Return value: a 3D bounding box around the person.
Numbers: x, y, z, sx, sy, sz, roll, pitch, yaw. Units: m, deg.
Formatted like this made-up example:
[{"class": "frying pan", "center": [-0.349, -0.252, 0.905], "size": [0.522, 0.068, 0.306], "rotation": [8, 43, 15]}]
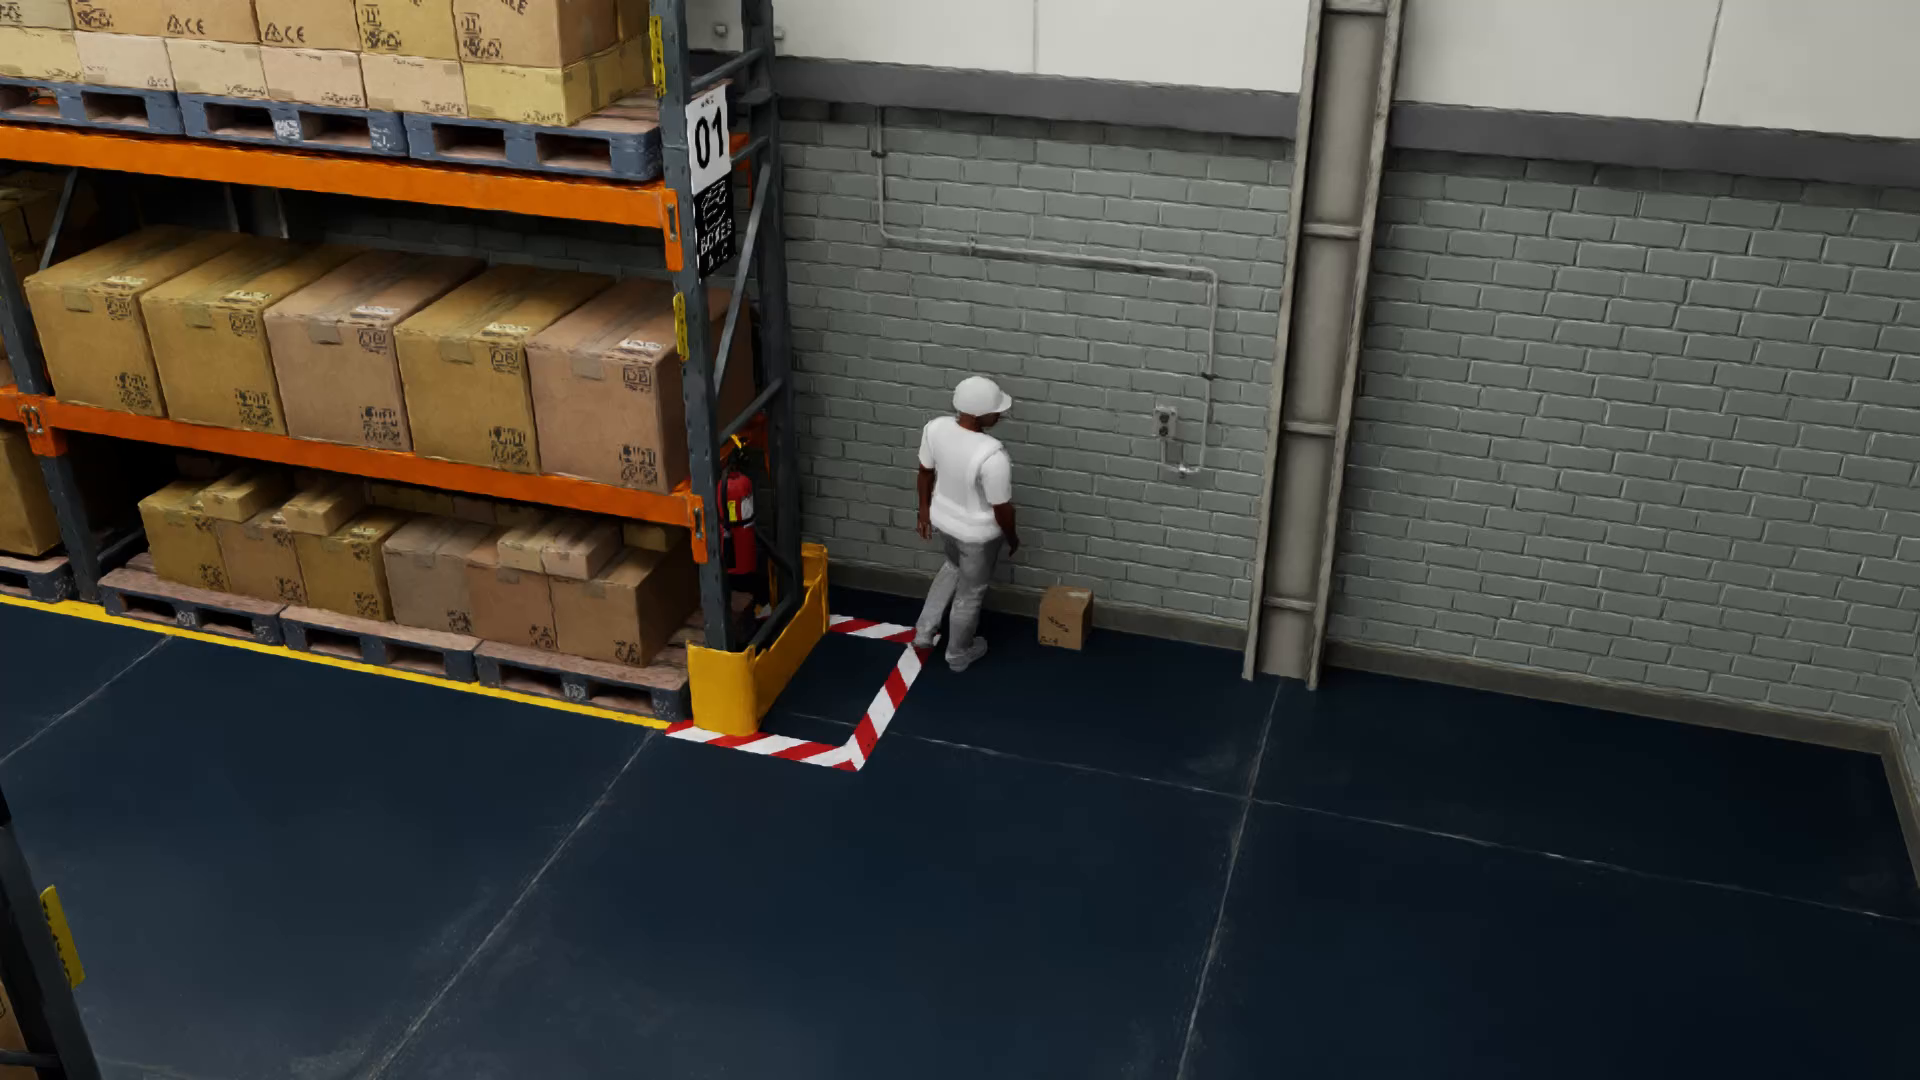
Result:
[{"class": "person", "center": [0.034, -0.078, 8.619], "size": [0.649, 1.756, 0.438], "rotation": [26, 38, 38]}]
